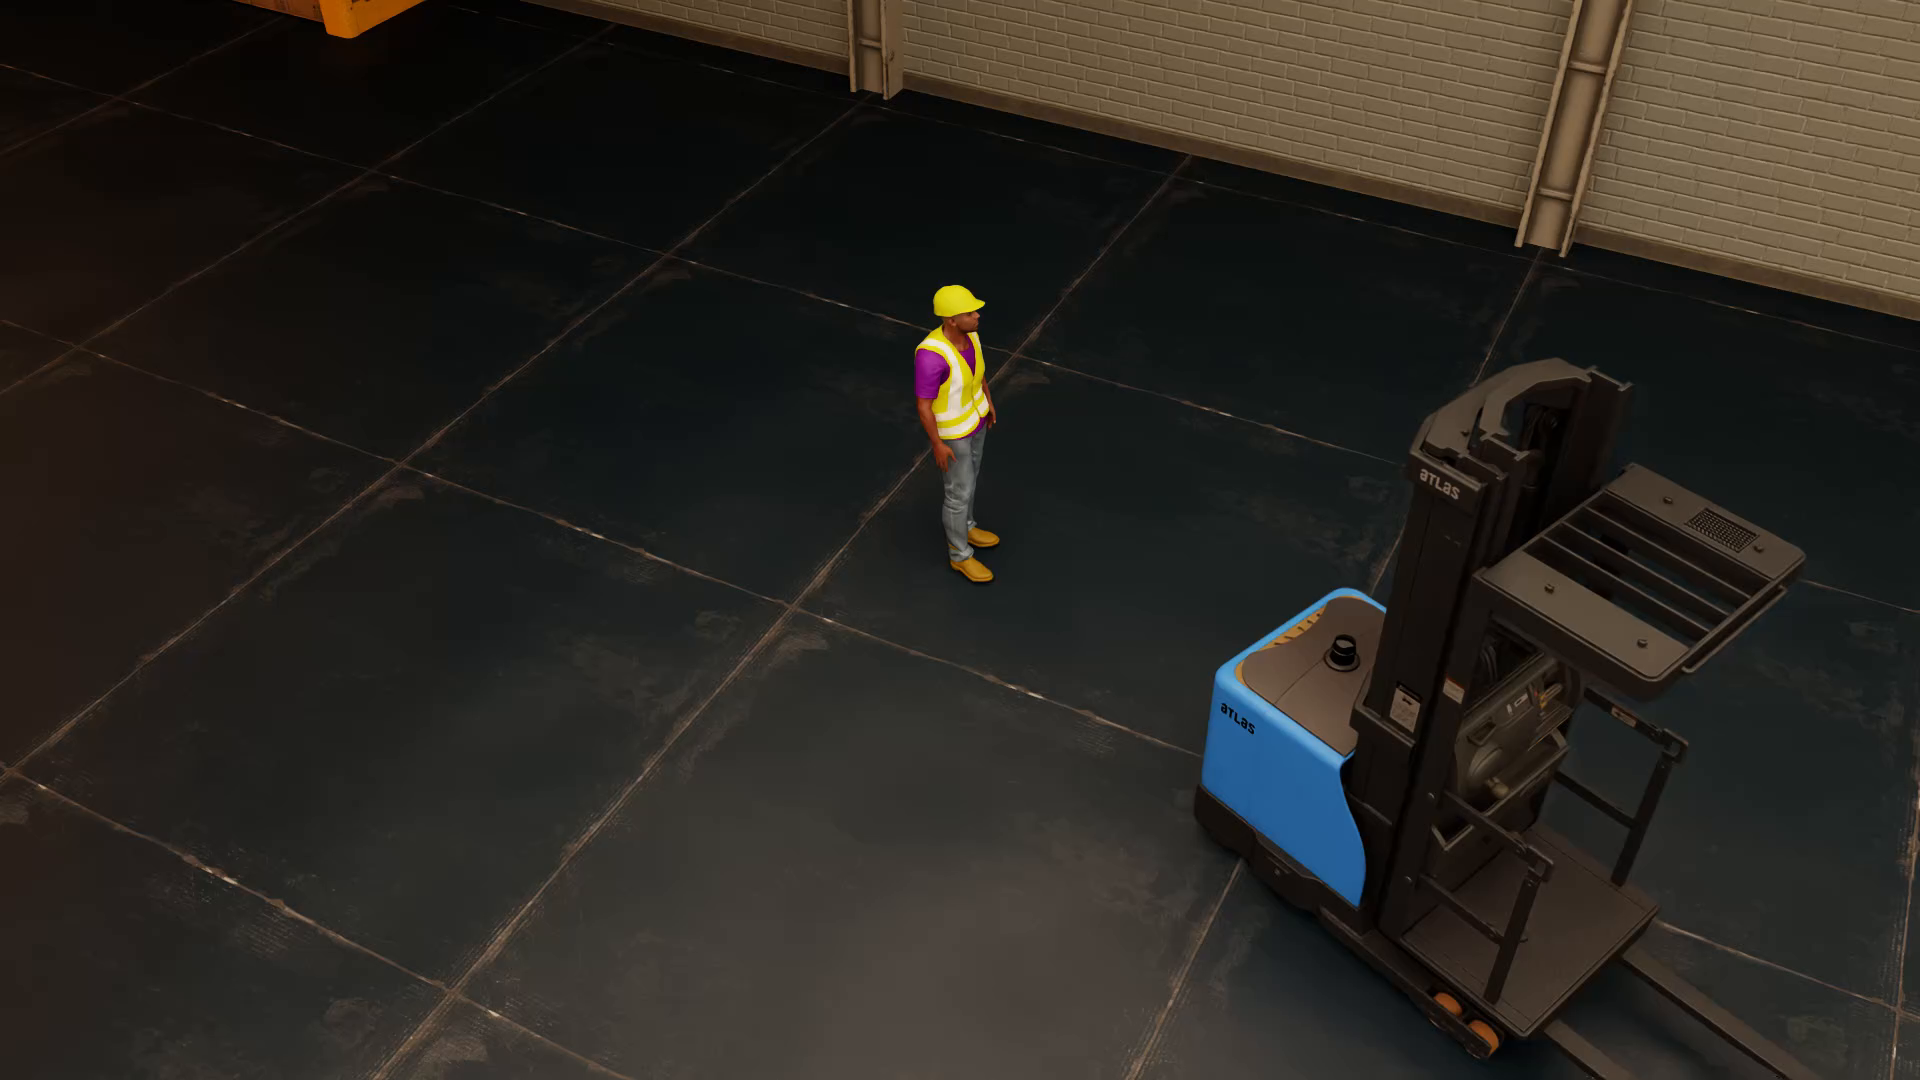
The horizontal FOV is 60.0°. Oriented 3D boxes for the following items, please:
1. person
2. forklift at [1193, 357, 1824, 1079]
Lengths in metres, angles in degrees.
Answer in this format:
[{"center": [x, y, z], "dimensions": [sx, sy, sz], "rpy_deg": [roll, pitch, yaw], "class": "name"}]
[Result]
[{"center": [0.058, -0.657, 9.659], "dimensions": [0.577, 1.765, 0.665], "rpy_deg": [18, 43, 21], "class": "person"}, {"center": [2.533, 0.838, 6.992], "dimensions": [1.130, 2.935, 3.031], "rpy_deg": [-29, 48, -30], "class": "forklift"}]
